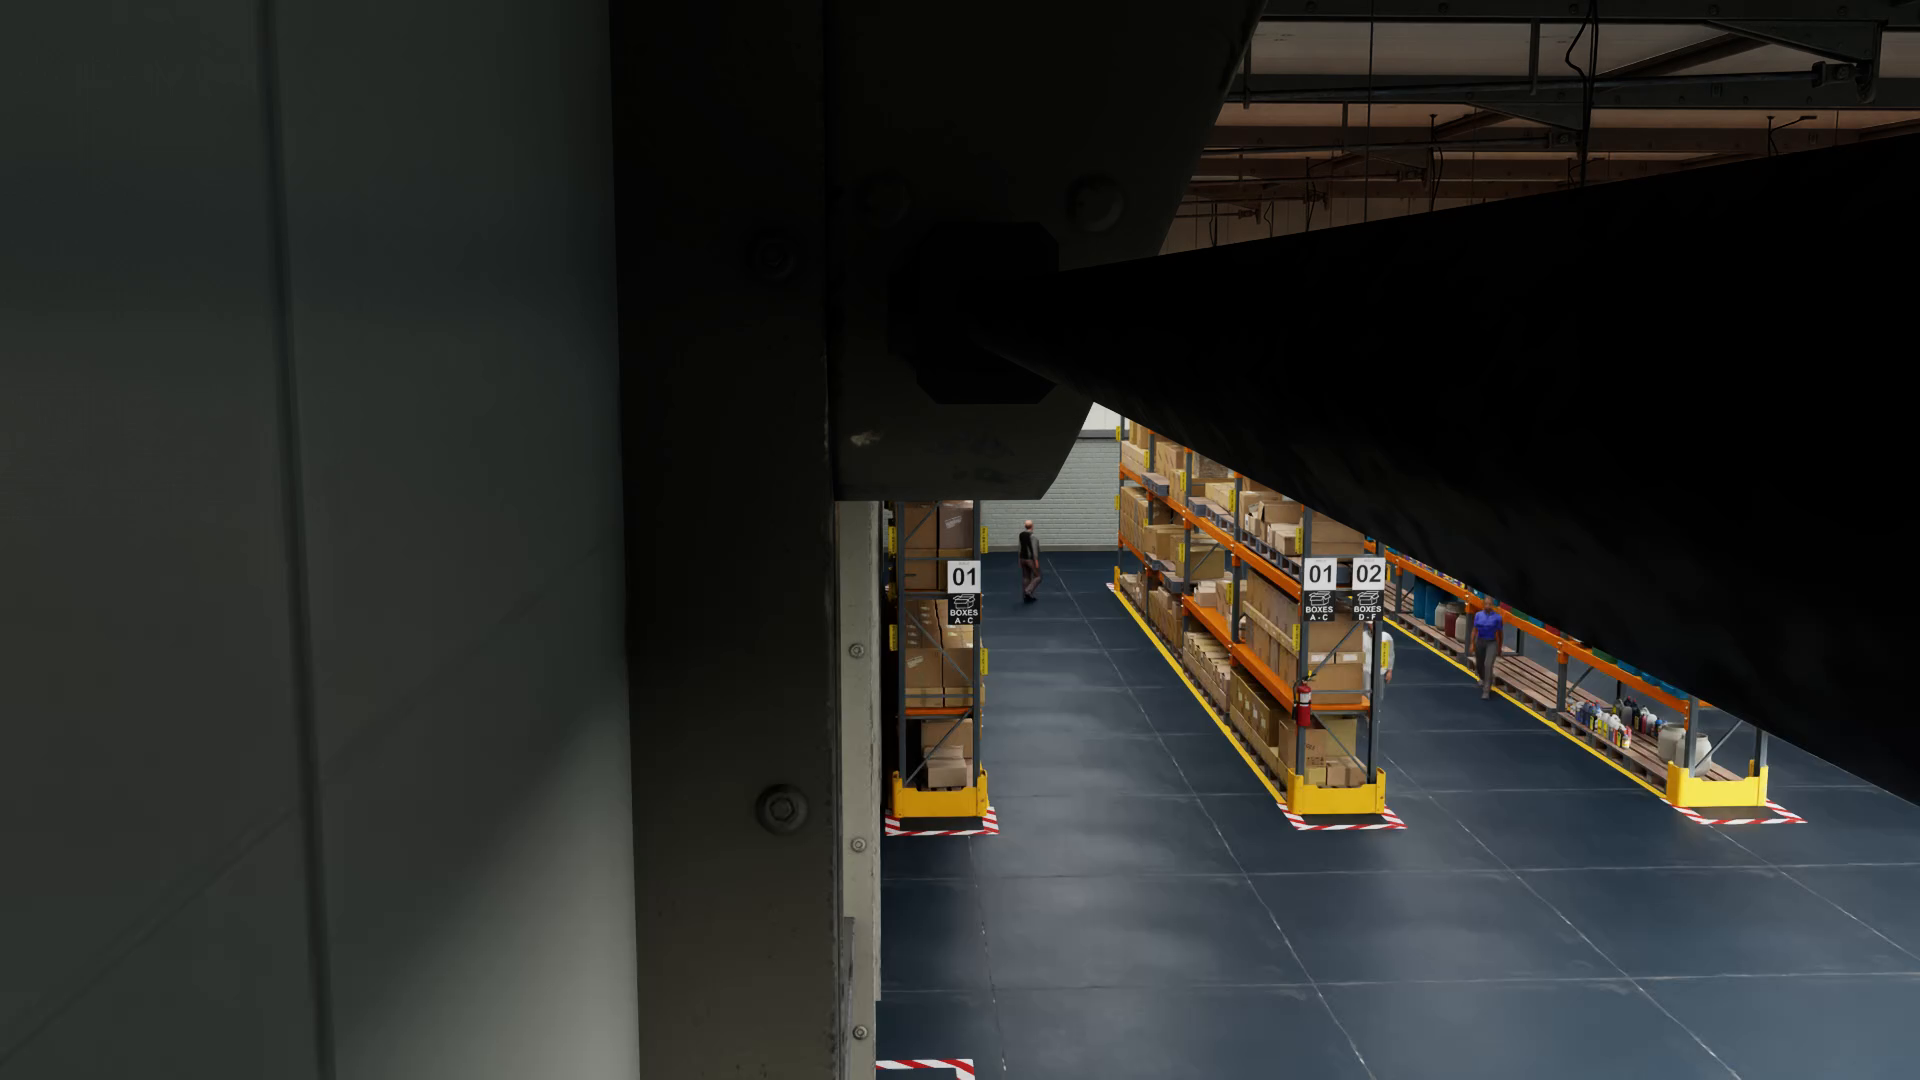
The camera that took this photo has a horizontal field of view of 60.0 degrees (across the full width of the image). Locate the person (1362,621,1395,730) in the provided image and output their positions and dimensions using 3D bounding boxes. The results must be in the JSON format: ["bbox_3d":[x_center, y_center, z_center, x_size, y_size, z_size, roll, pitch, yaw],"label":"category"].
[{"bbox_3d":[6.162,1.913,24.783,0.527,1.733,0.948,-1,8,-6],"label":"person"}]

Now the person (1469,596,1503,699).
[{"bbox_3d":[8.469,1.676,26.730,0.483,1.584,1.030,4,9,26],"label":"person"}]

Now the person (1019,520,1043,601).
[{"bbox_3d":[1.439,0.438,35.076,0.476,1.724,0.570,-7,11,-39],"label":"person"}]
